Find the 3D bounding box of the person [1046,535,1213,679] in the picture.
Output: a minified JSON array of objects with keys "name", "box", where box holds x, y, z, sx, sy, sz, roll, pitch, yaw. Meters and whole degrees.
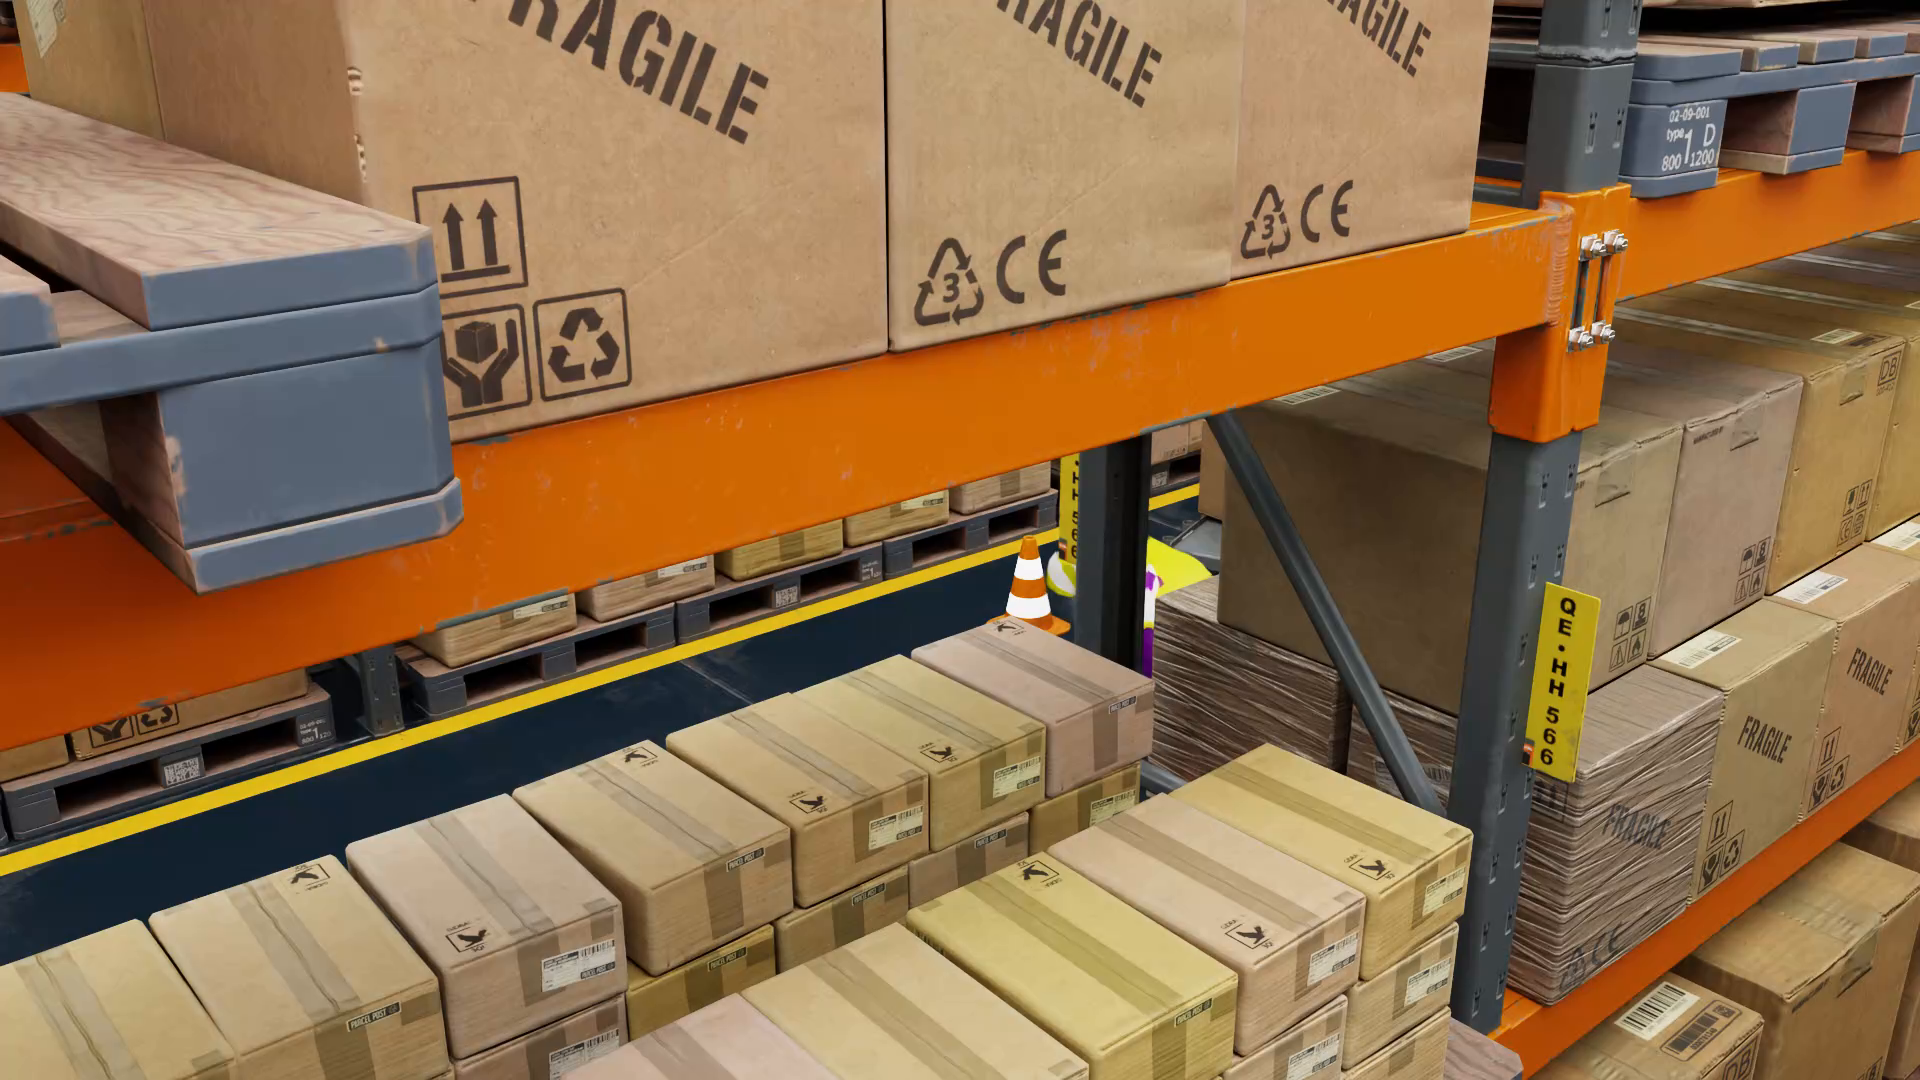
[{"name":"person","box":[0.789,0.445,6.612,0.510,0.905,0.979,-18,28,-40]}]
